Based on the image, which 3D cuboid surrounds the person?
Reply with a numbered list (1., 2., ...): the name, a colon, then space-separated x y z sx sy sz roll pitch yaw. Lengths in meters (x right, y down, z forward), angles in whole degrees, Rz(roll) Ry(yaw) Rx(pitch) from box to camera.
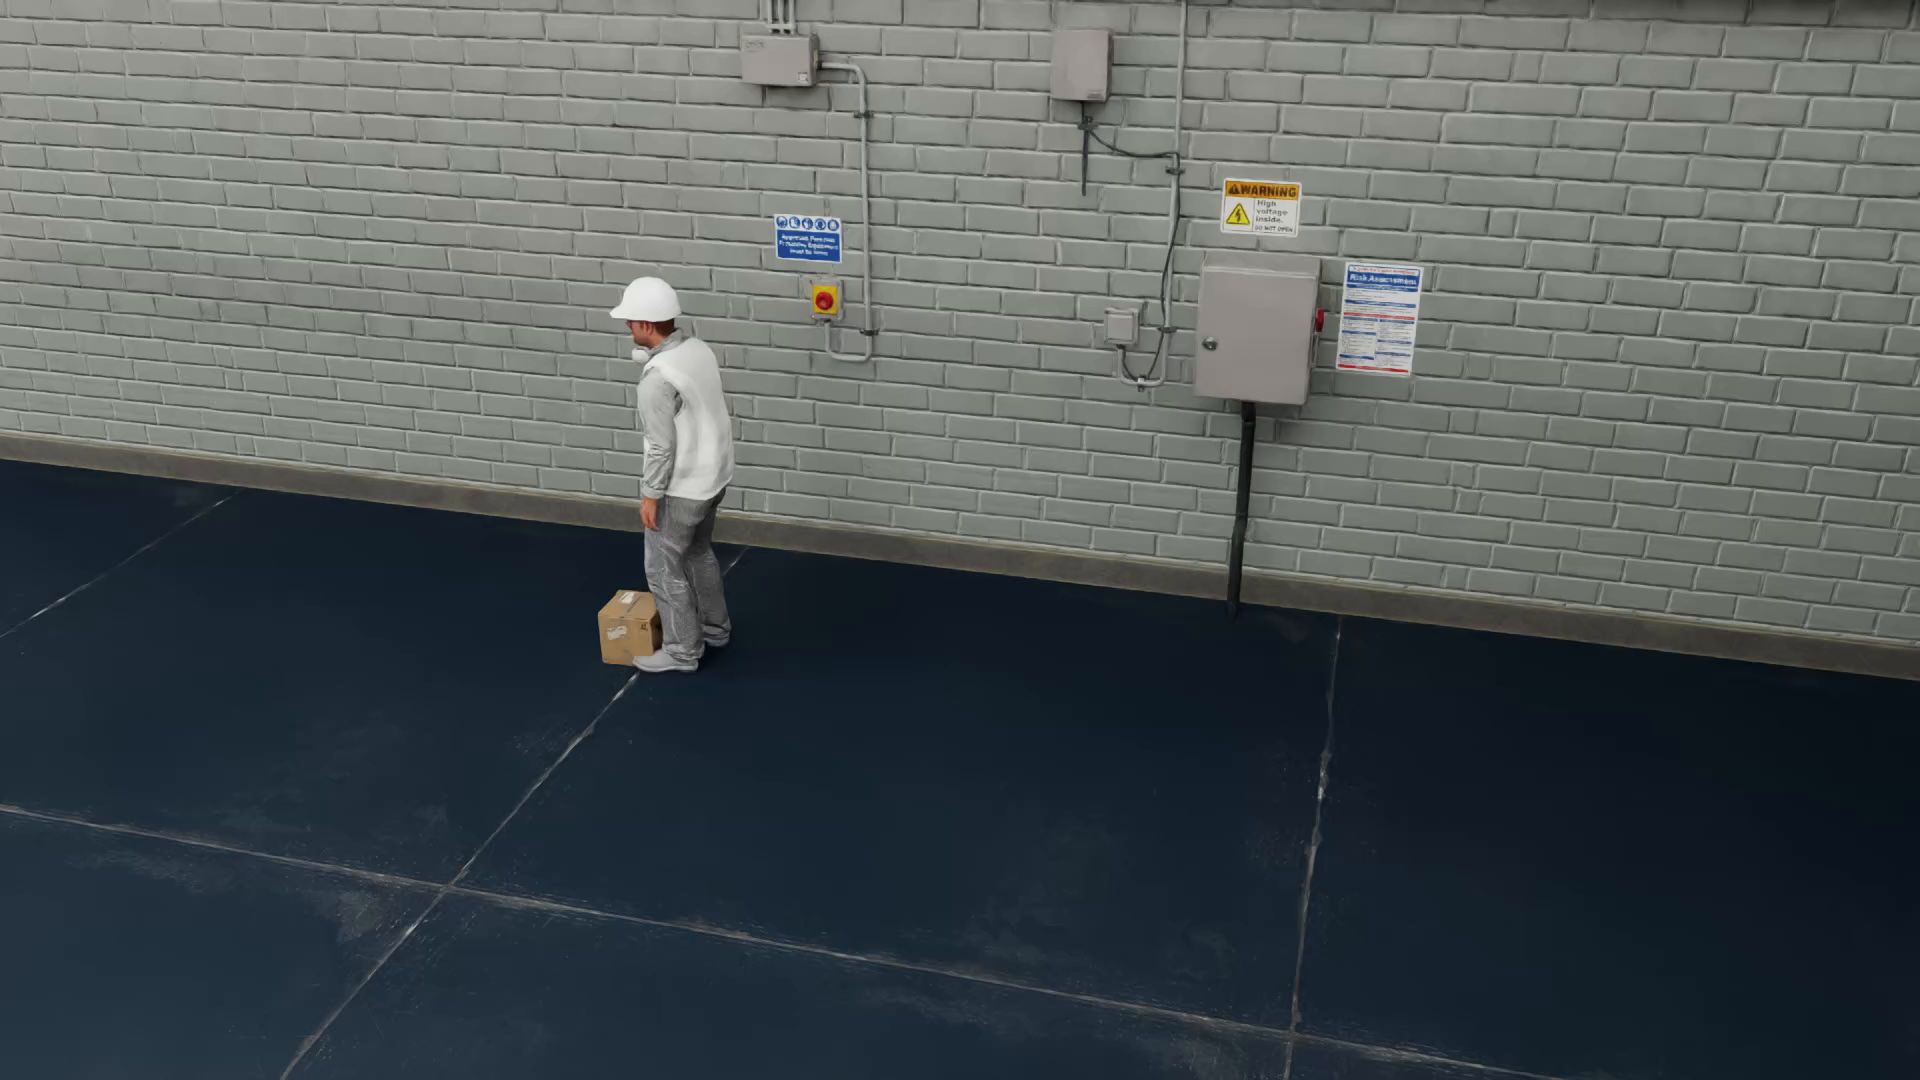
1. person: -1.206 -0.266 7.146 0.464 1.768 0.580 6 26 13
